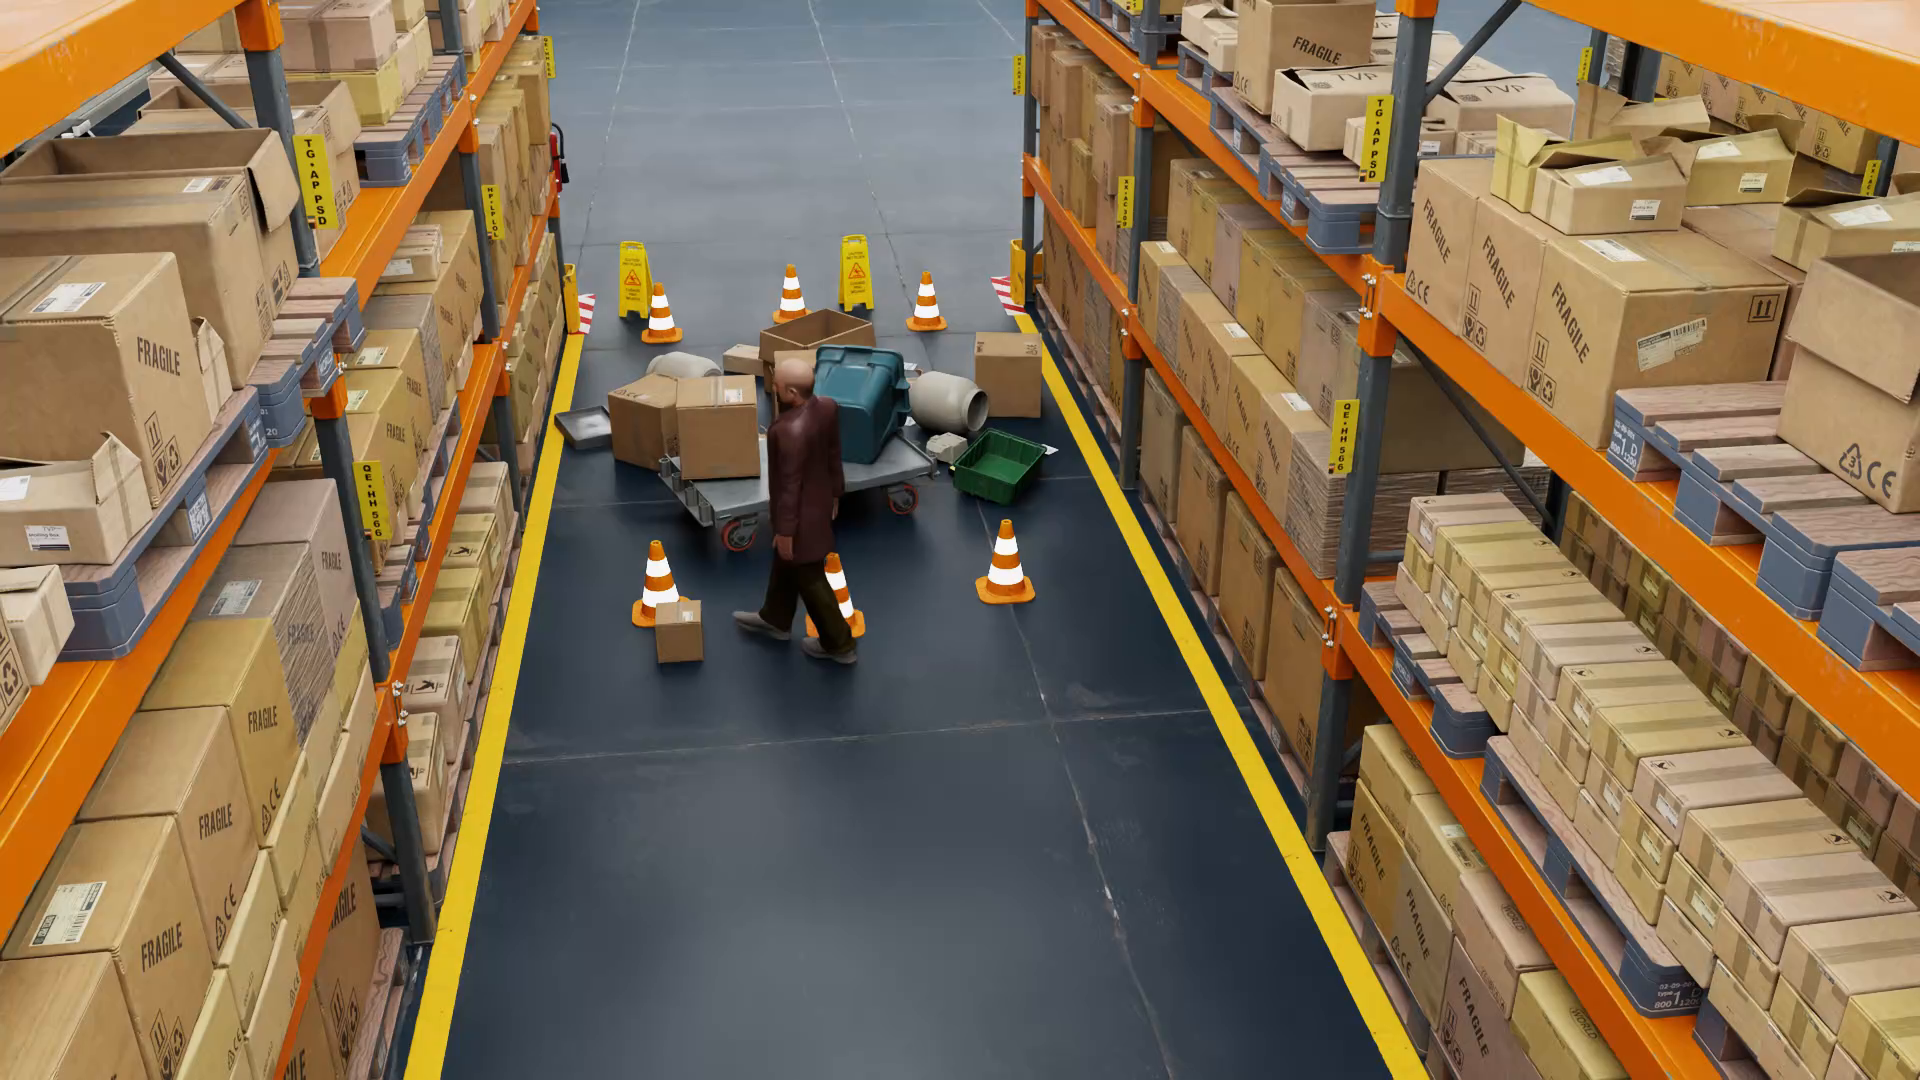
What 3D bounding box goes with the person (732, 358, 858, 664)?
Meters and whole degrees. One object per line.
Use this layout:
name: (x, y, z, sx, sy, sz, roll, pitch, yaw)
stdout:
person: (-0.947, -0.171, 8.964, 0.831, 1.759, 0.634, 9, 28, 17)
